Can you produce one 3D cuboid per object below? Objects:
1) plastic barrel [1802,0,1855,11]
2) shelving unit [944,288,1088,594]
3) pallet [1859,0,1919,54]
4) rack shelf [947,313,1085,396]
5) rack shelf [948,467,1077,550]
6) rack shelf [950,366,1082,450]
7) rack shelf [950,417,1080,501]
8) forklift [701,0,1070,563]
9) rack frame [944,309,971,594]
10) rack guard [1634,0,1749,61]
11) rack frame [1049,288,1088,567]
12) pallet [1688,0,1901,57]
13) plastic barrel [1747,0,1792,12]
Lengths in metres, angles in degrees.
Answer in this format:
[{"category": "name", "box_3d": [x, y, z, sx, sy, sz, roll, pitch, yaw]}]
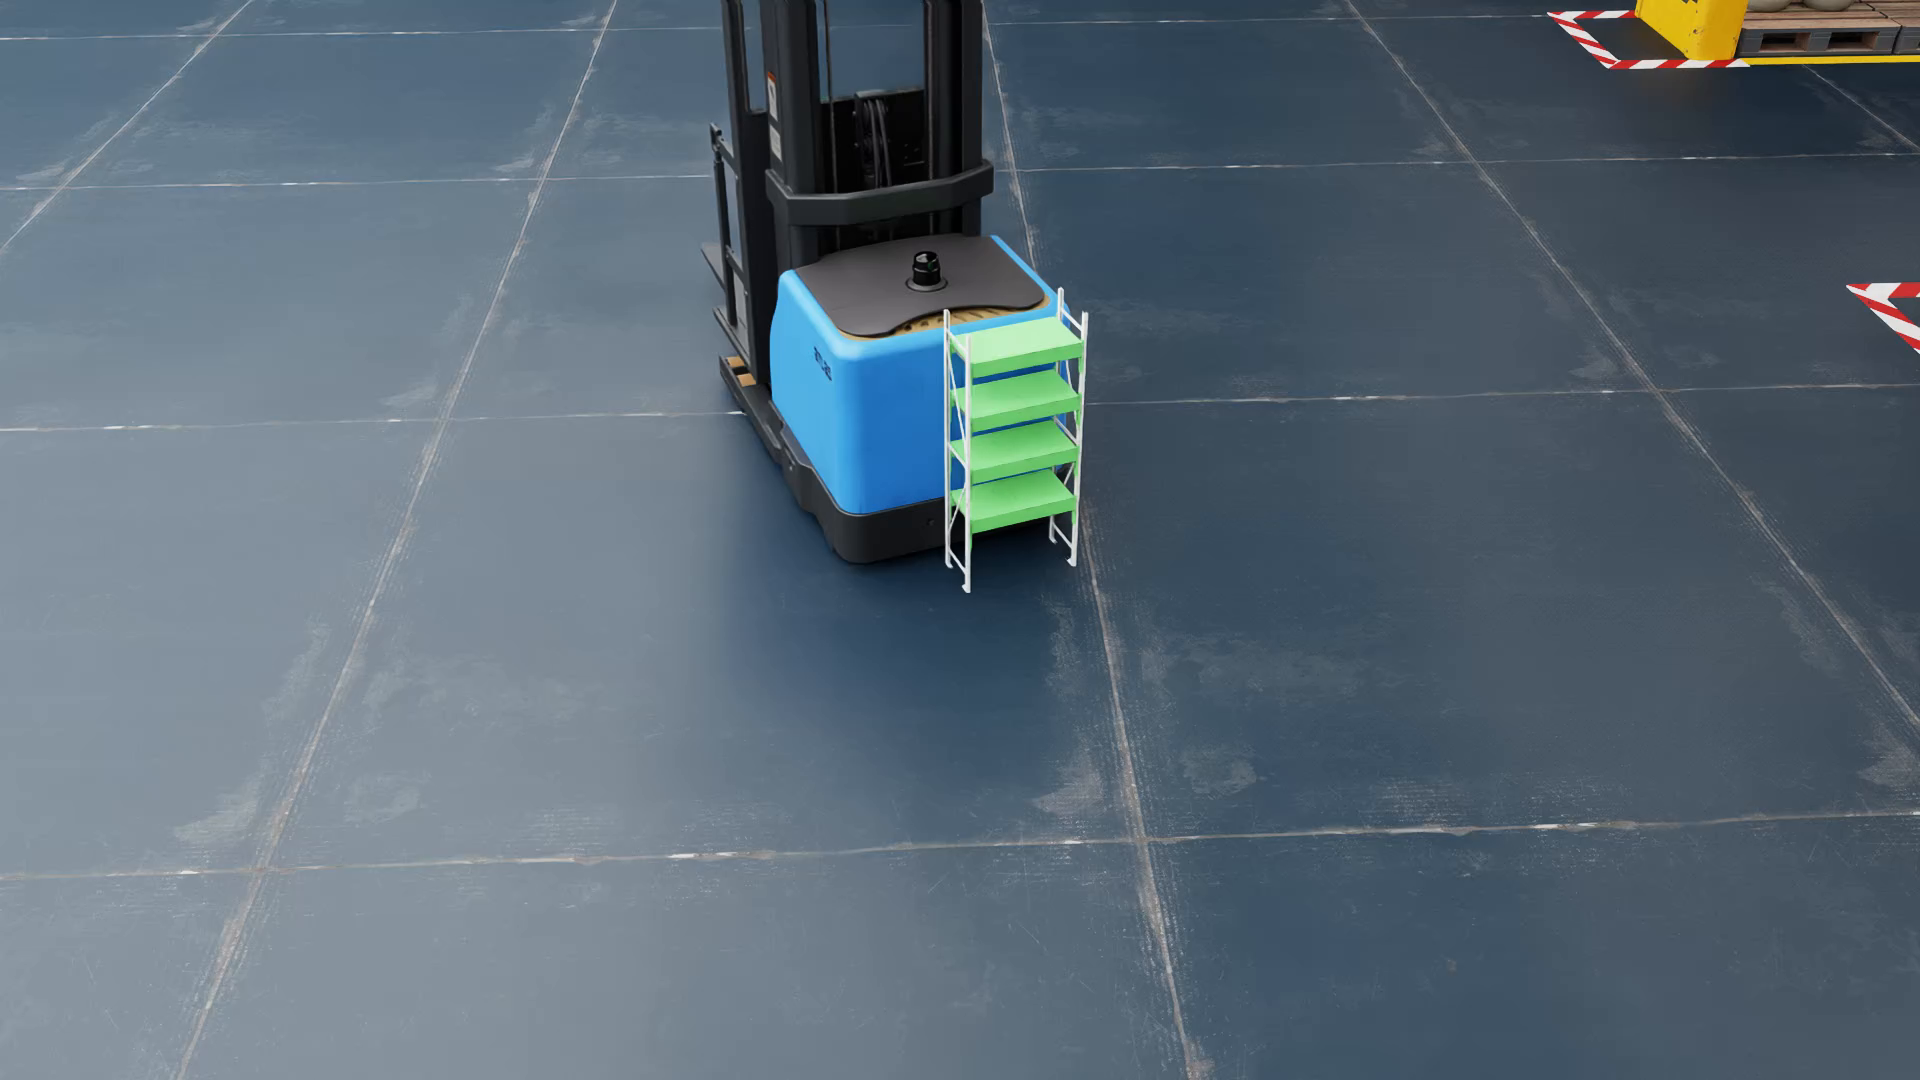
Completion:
[{"category": "plastic barrel", "box_3d": [6.688, -4.346, 12.711, 0.421, 0.512, 0.421, 0, 35, 0]}, {"category": "shelving unit", "box_3d": [0.215, -0.387, 6.755, 0.503, 1.200, 0.258, -13, 37, -18]}, {"category": "pallet", "box_3d": [7.634, -4.054, 12.922, 1.213, 0.211, 1.003, -2, 35, -2]}, {"category": "rack shelf", "box_3d": [0.215, -0.730, 6.519, 0.480, 0.148, 0.258, -13, 37, -18]}, {"category": "rack shelf", "box_3d": [0.215, -0.138, 6.928, 0.480, 0.148, 0.258, -13, 37, -18]}, {"category": "rack shelf", "box_3d": [0.215, -0.532, 6.655, 0.480, 0.148, 0.258, -13, 37, -18]}, {"category": "rack shelf", "box_3d": [0.215, -0.335, 6.792, 0.480, 0.148, 0.258, -13, 37, -18]}, {"category": "forklift", "box_3d": [-0.557, -1.940, 7.477, 1.130, 2.935, 3.031, -13, 37, -18]}, {"category": "rack frame", "box_3d": [-0.010, -0.334, 6.678, 0.015, 1.200, 0.240, -13, 37, -18]}, {"category": "rack guard", "box_3d": [5.607, -4.123, 12.768, 0.348, 0.500, 1.175, -2, 35, -2]}, {"category": "rack frame", "box_3d": [0.441, -0.441, 6.832, 0.015, 1.200, 0.240, -13, 37, -18]}, {"category": "pallet", "box_3d": [6.419, -4.023, 12.877, 1.213, 0.211, 1.003, -2, 35, -2]}, {"category": "plastic barrel", "box_3d": [6.187, -4.333, 12.692, 0.421, 0.512, 0.421, 0, 35, 0]}]
